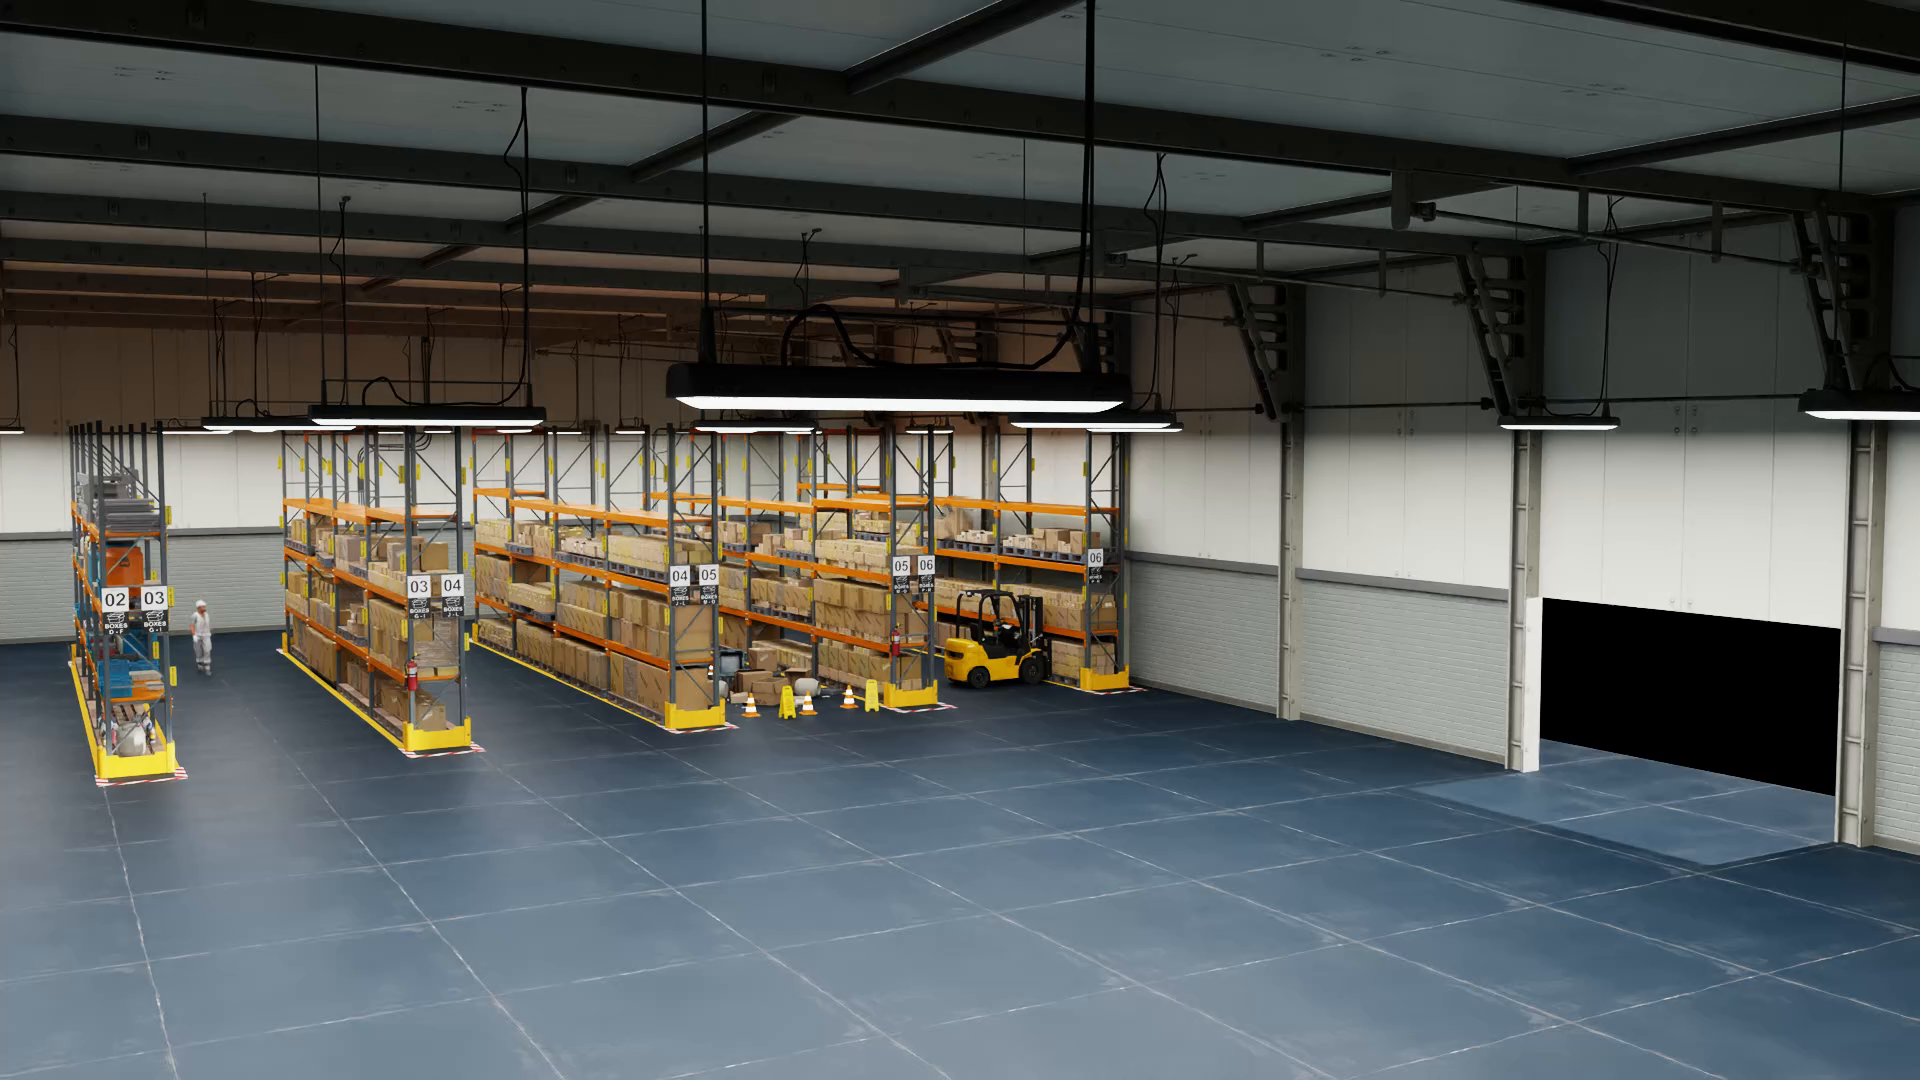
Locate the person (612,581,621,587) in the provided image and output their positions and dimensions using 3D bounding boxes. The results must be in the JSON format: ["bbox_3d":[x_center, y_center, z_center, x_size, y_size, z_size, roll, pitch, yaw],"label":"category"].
[{"bbox_3d":[-10.335,1.763,49.526,0.480,1.799,0.758,1,4,18],"label":"person"}]

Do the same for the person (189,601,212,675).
[{"bbox_3d":[-18.309,2.346,40.090,0.477,1.746,0.973,-1,4,-22],"label":"person"}]
